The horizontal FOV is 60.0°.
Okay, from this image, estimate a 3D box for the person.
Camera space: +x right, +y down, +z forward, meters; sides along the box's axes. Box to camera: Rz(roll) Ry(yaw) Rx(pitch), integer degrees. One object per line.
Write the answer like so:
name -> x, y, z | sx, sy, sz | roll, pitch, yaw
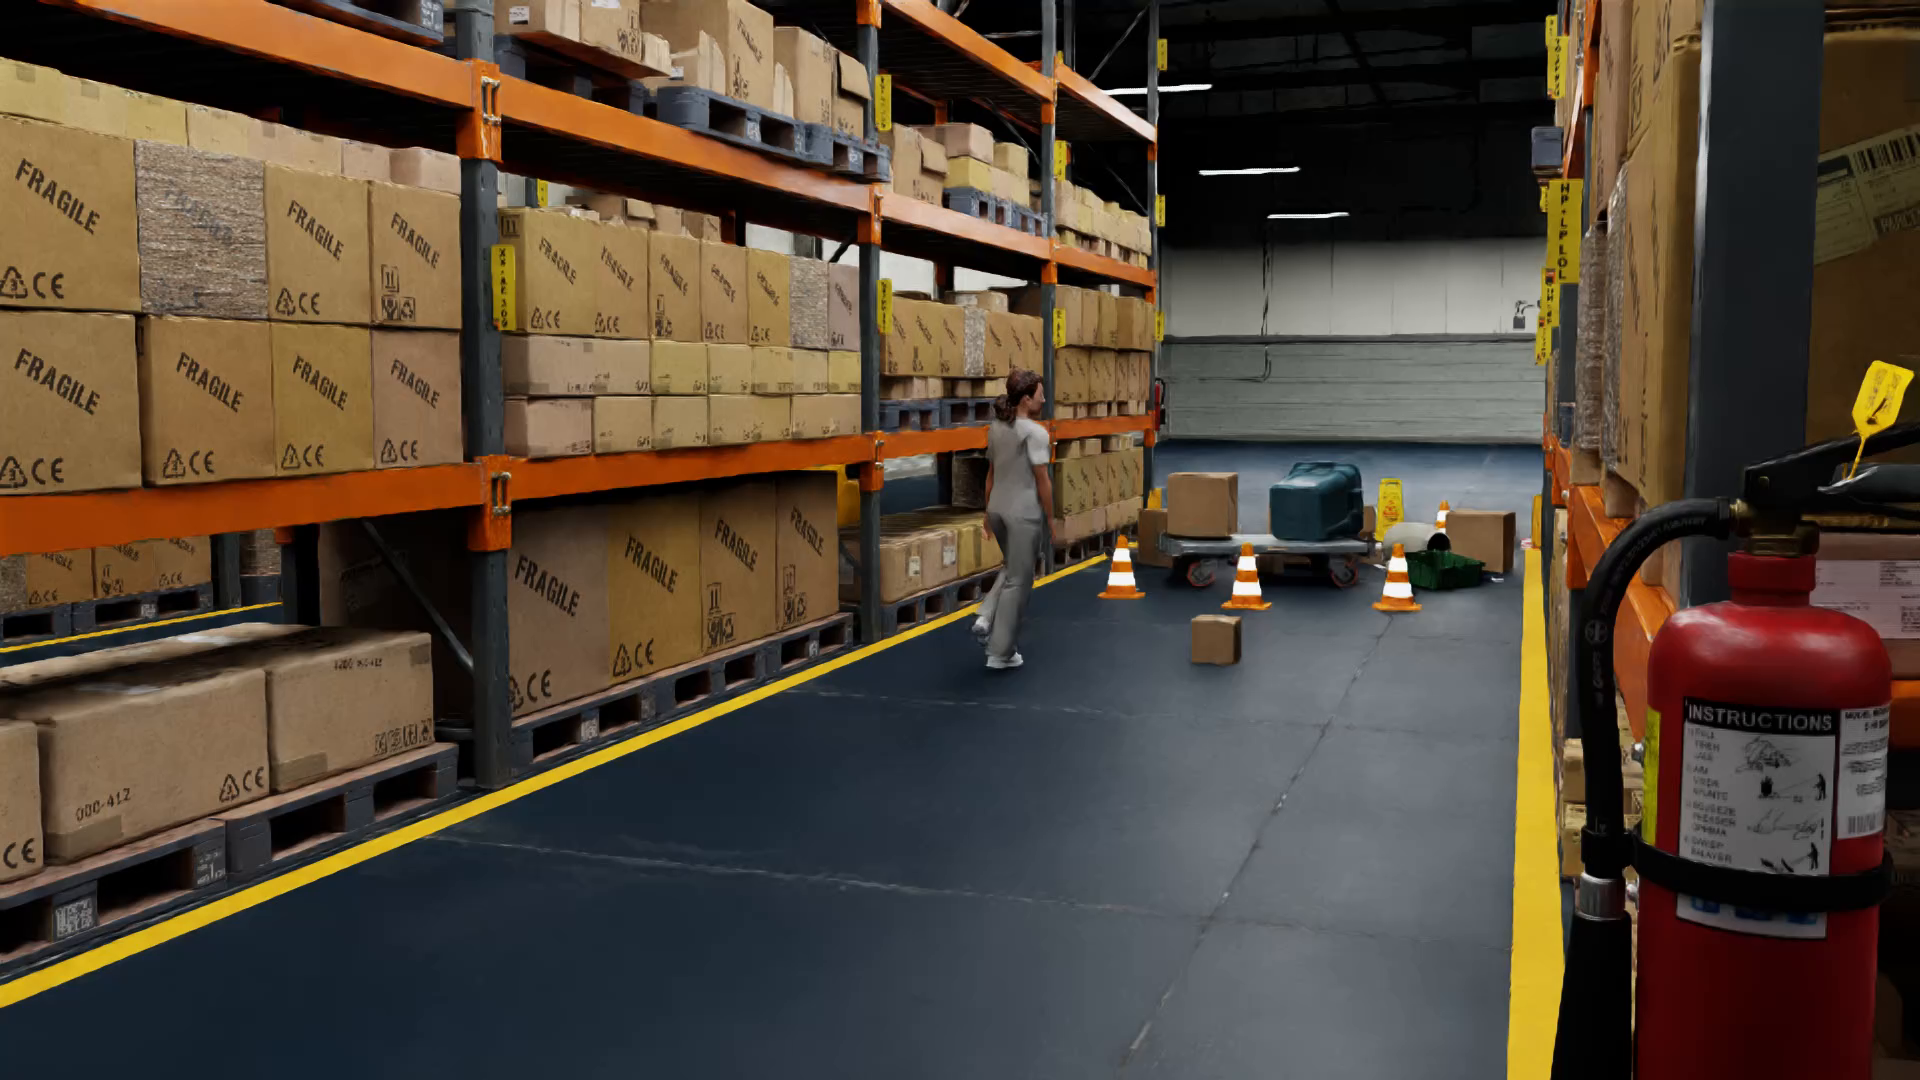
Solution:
person -> 0.344, -0.100, 9.256 | 0.461, 1.643, 0.515 | -5, 7, -42
